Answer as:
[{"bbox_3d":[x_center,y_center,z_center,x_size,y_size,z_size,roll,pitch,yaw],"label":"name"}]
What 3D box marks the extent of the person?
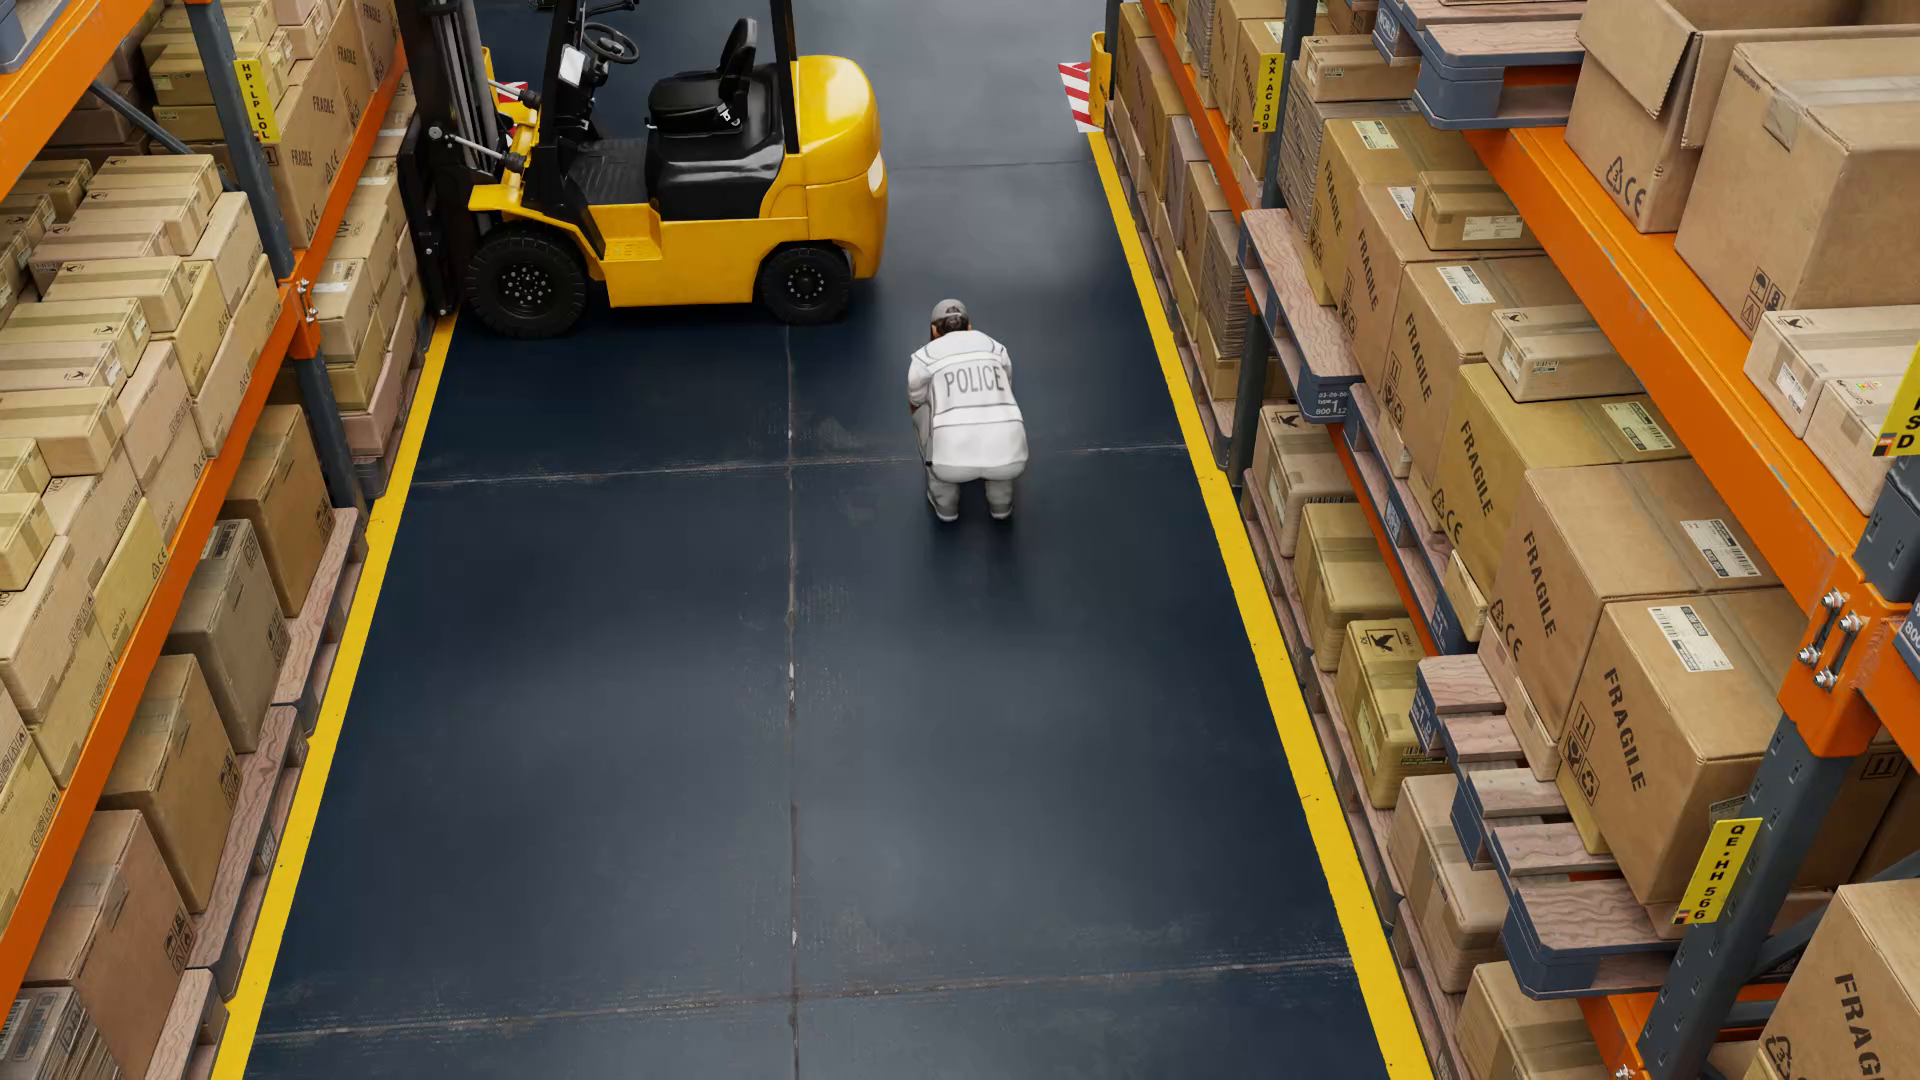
[{"bbox_3d":[0.034,-0.534,7.456,0.515,0.848,0.864,-3,39,-4],"label":"person"}]
